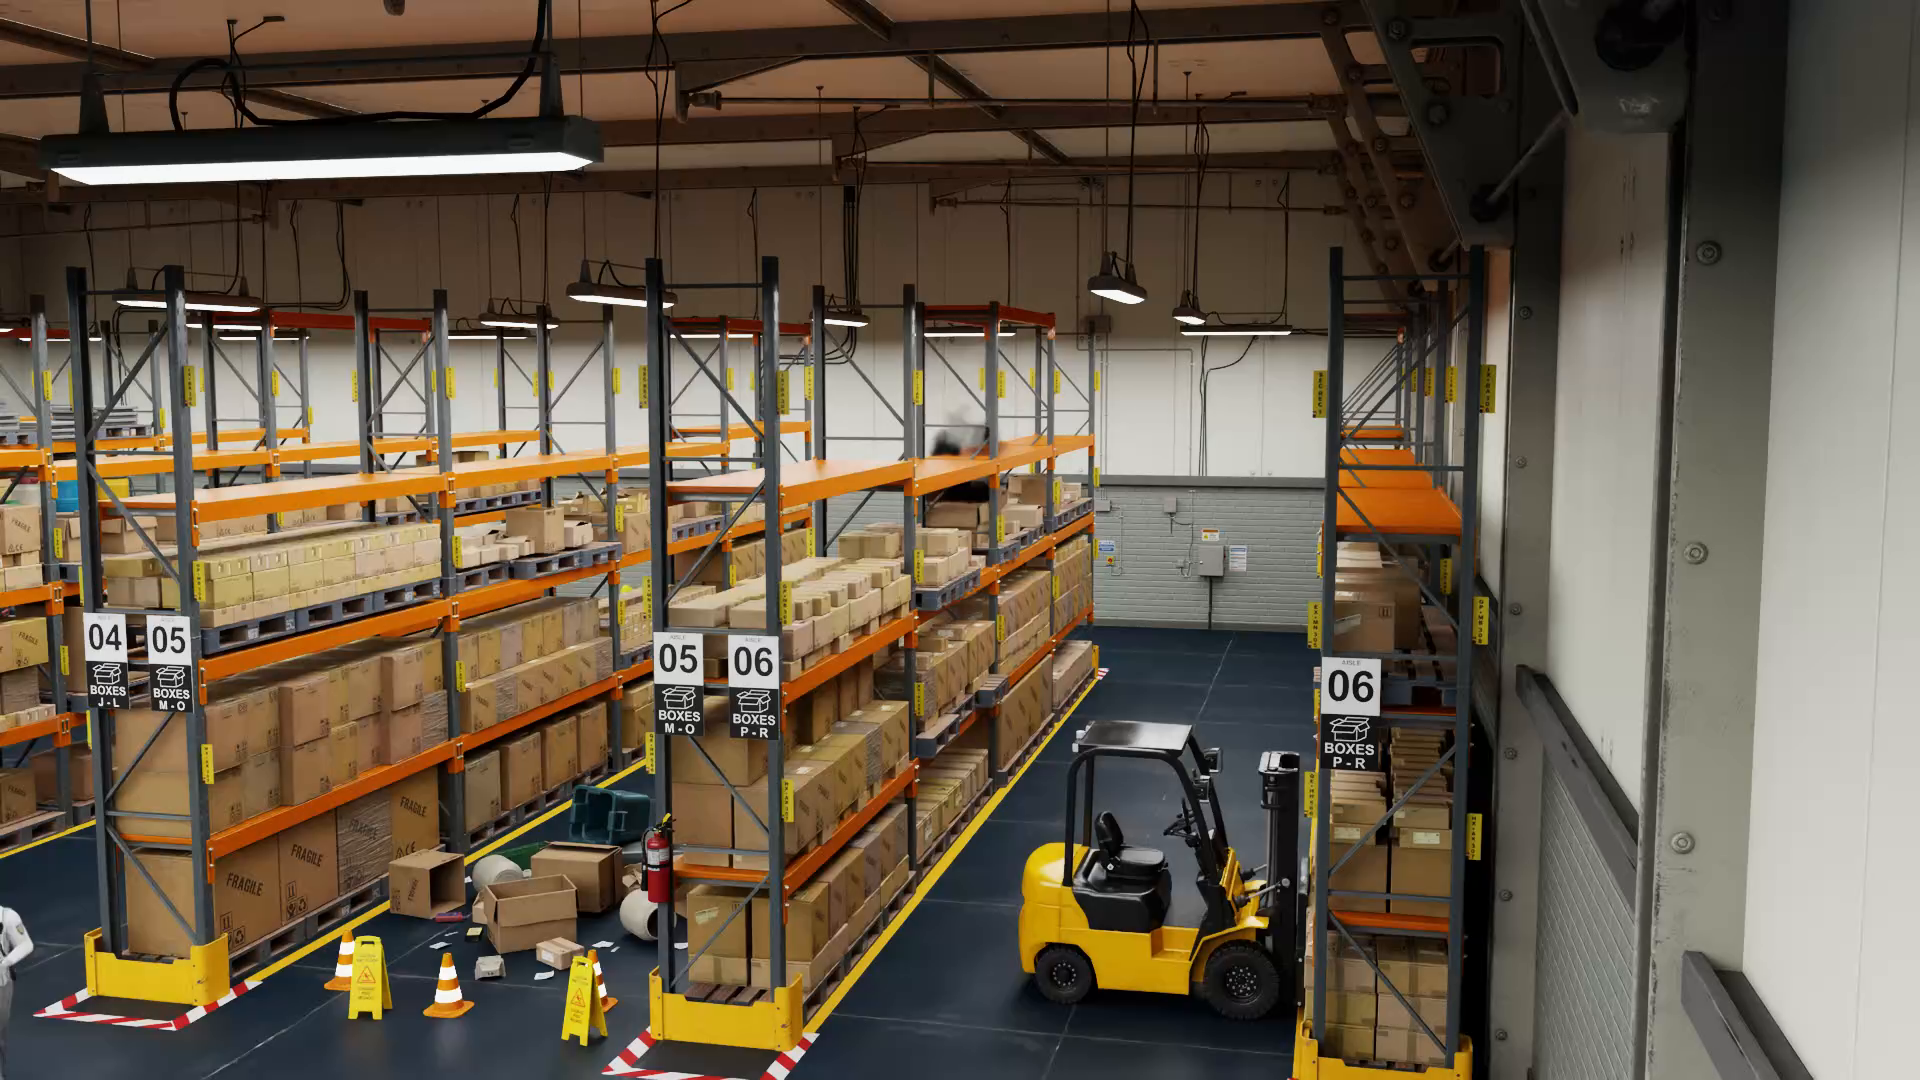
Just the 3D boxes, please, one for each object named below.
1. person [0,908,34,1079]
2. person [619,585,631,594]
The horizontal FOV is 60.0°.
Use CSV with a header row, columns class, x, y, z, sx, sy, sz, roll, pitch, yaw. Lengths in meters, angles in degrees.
class,x,y,z,sx,sy,sz,roll,pitch,yaw
person,-6.816,3.166,11.644,0.598,1.751,0.741,-4,7,-33
person,-5.443,1.558,27.288,0.683,1.675,0.830,1,6,8
